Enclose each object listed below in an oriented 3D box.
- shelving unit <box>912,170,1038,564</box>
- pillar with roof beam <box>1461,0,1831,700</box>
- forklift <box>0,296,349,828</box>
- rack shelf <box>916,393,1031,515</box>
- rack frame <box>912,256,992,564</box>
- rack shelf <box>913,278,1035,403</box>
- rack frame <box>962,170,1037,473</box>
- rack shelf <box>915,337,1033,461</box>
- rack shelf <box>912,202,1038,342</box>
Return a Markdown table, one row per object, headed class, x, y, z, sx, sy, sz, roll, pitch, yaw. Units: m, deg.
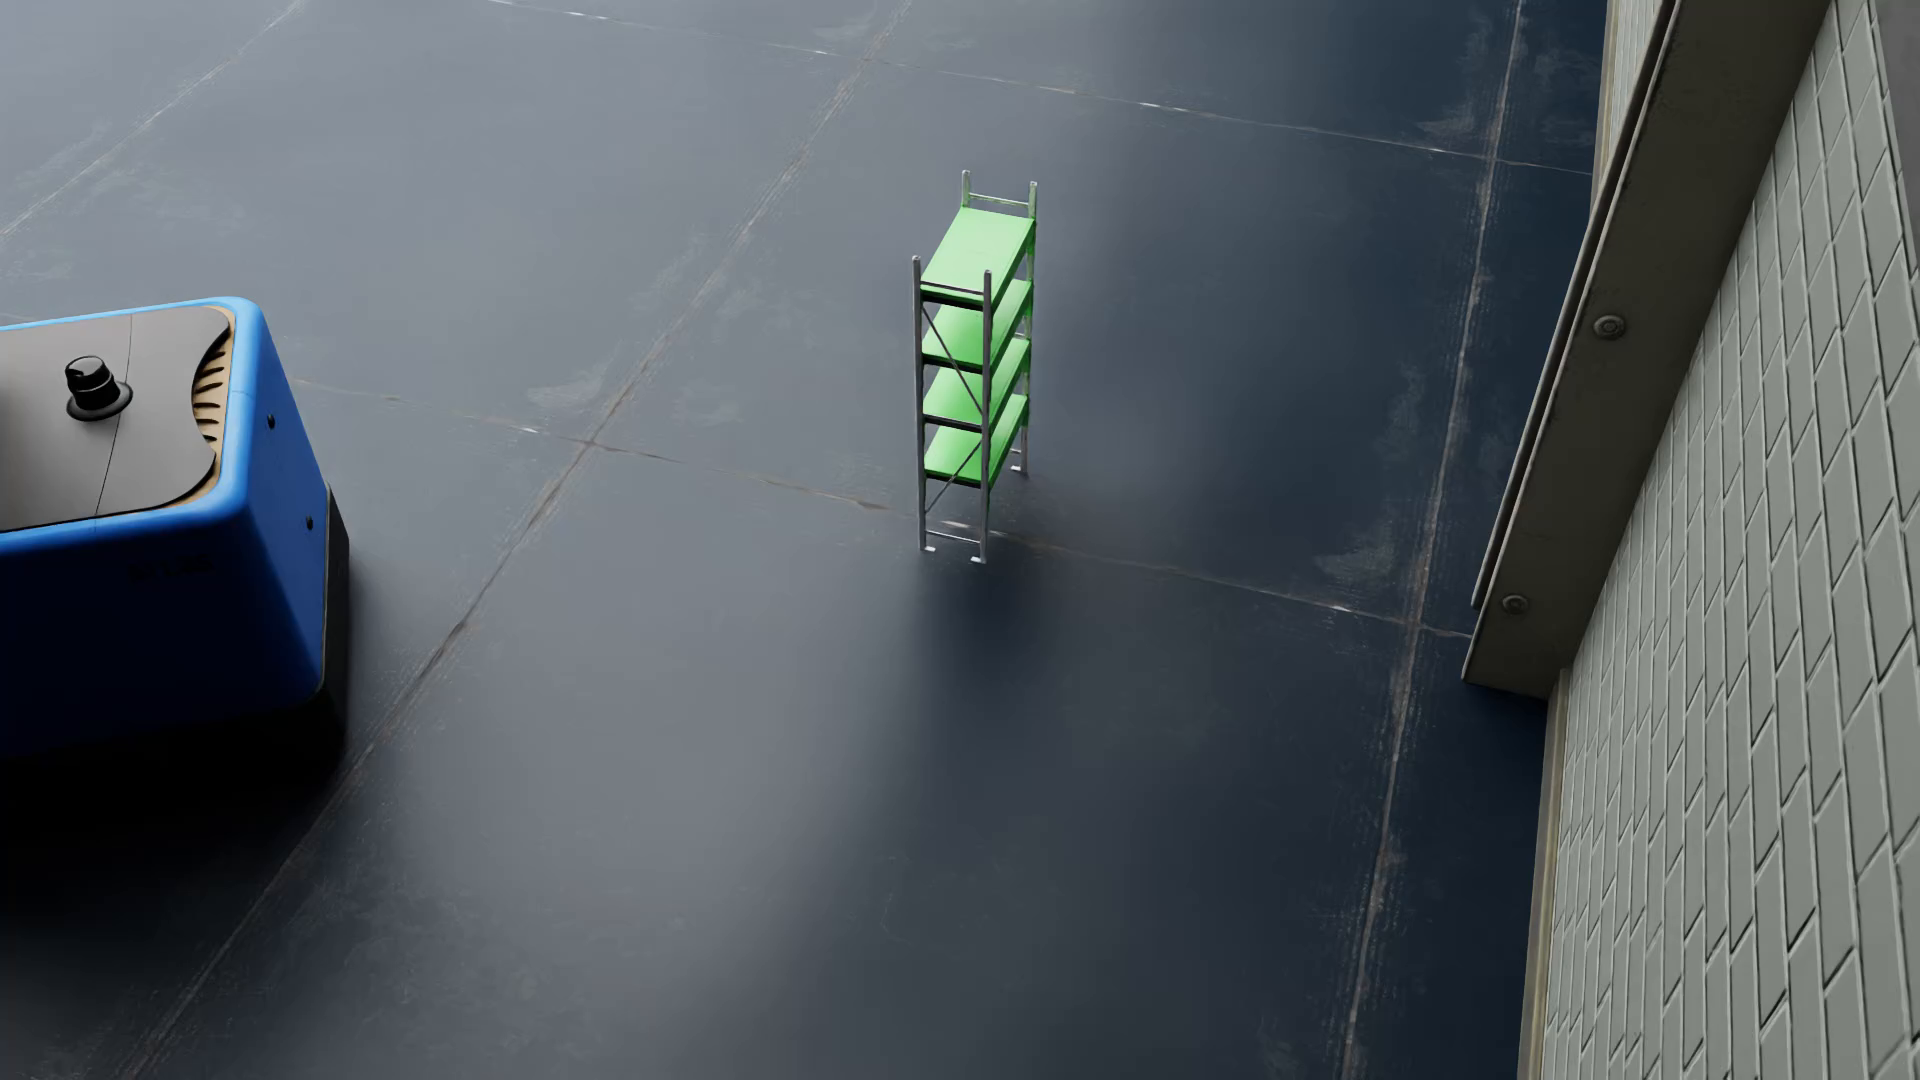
| class | x | y | z | sx | sy | sz | roll | pitch | yaw |
| --- | --- | --- | --- | --- | --- | --- | --- | --- | --- |
| shelving unit | 0.050 | -0.539 | 5.443 | 0.258 | 1.200 | 0.503 | 13 | 46 | 13 |
| pillar with roof beam | -2.300 | -3.781 | 3.180 | 9.100 | 9.000 | 0.400 | 13 | 46 | 13 |
| forklift | -3.440 | -0.450 | 4.114 | 3.031 | 2.935 | 1.130 | -10 | 45 | -10 |
| rack shelf | 0.050 | -0.322 | 5.656 | 0.258 | 0.148 | 0.480 | 13 | 46 | 13 |
| rack frame | -0.024 | -0.377 | 5.277 | 0.240 | 1.200 | 0.015 | 13 | 46 | 13 |
| rack shelf | 0.050 | -0.665 | 5.320 | 0.258 | 0.148 | 0.480 | 13 | 46 | 13 |
| rack frame | 0.124 | -0.702 | 5.609 | 0.240 | 1.200 | 0.015 | 13 | 46 | 13 |
| rack shelf | 0.050 | -0.494 | 5.488 | 0.258 | 0.148 | 0.480 | 13 | 46 | 13 |
| rack shelf | 0.050 | -0.837 | 5.152 | 0.258 | 0.148 | 0.480 | 13 | 46 | 13 |
